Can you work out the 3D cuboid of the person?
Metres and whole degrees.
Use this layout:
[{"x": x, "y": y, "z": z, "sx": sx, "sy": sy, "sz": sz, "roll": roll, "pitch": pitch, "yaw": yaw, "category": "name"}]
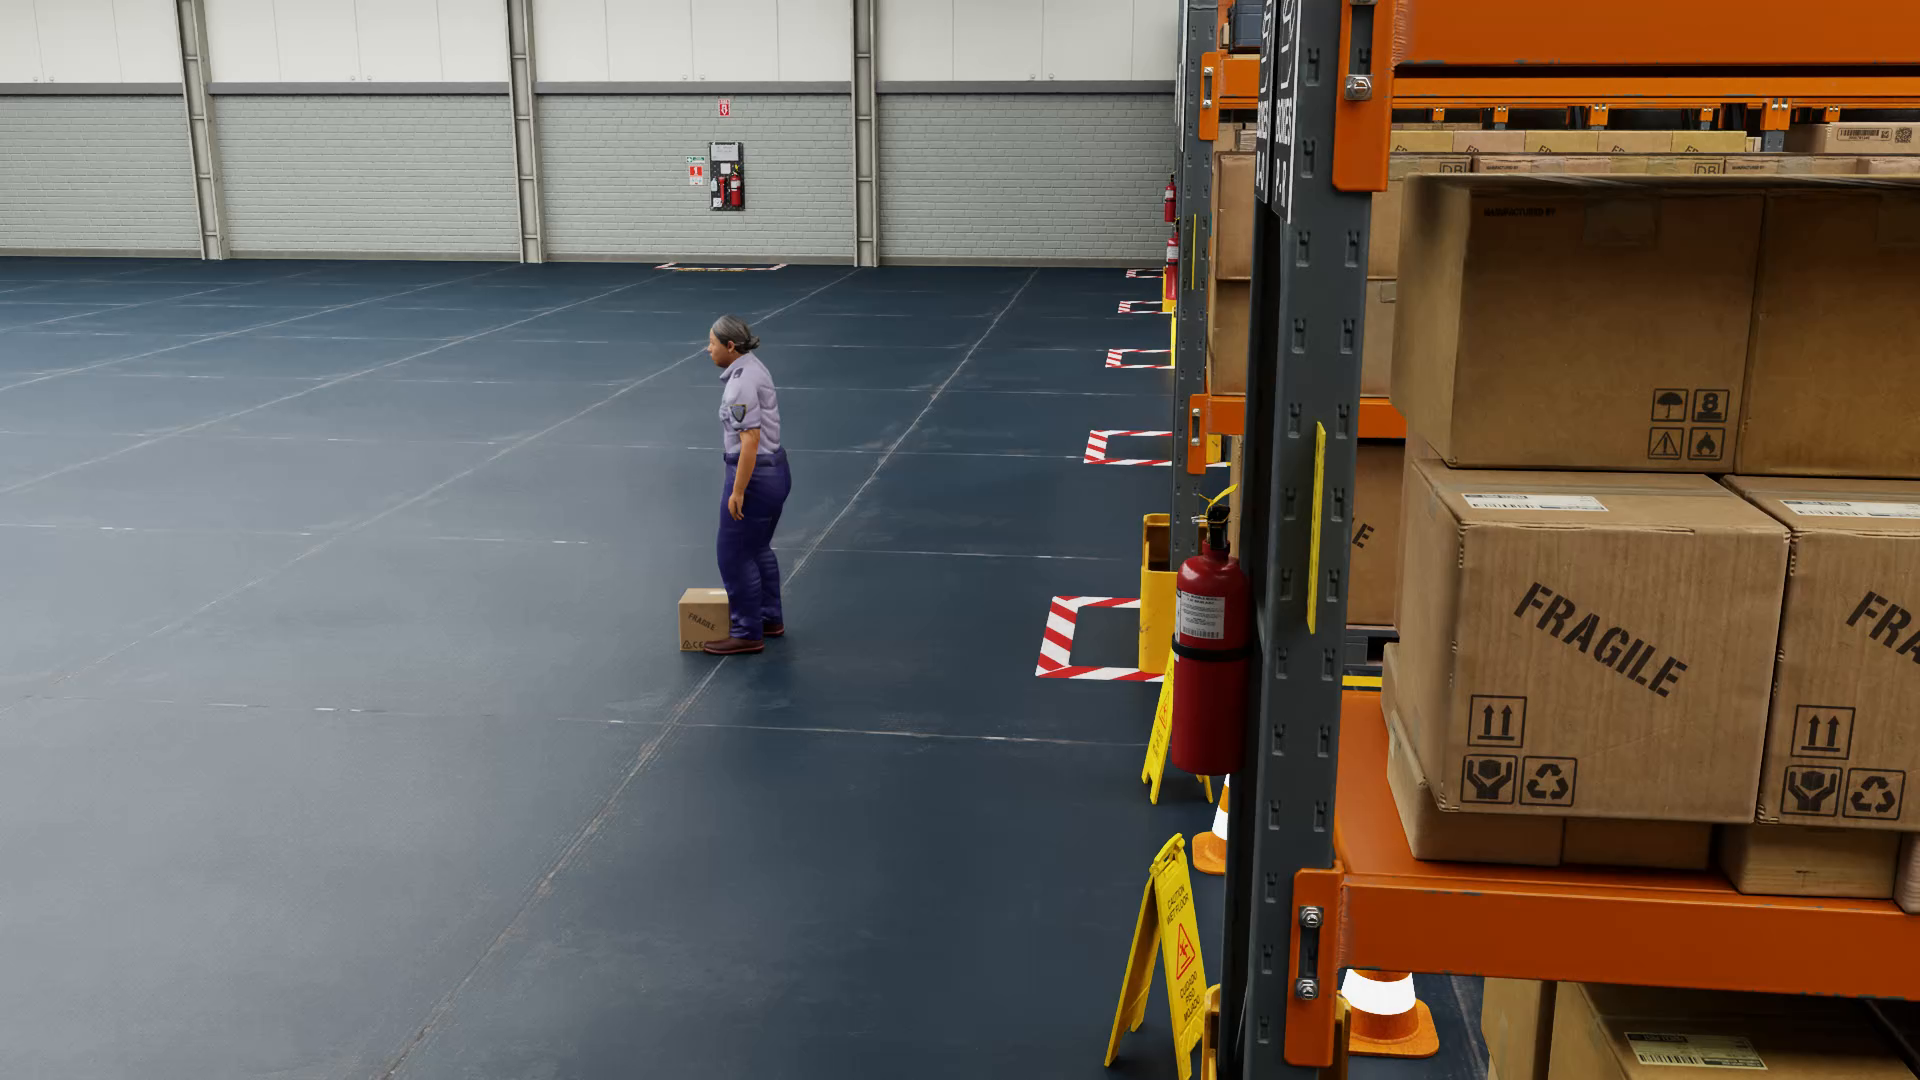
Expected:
[{"x": -1.046, "y": -0.275, "z": 8.095, "sx": 0.426, "sy": 1.651, "sz": 0.558, "roll": 1, "pitch": 14, "yaw": 3, "category": "person"}]
